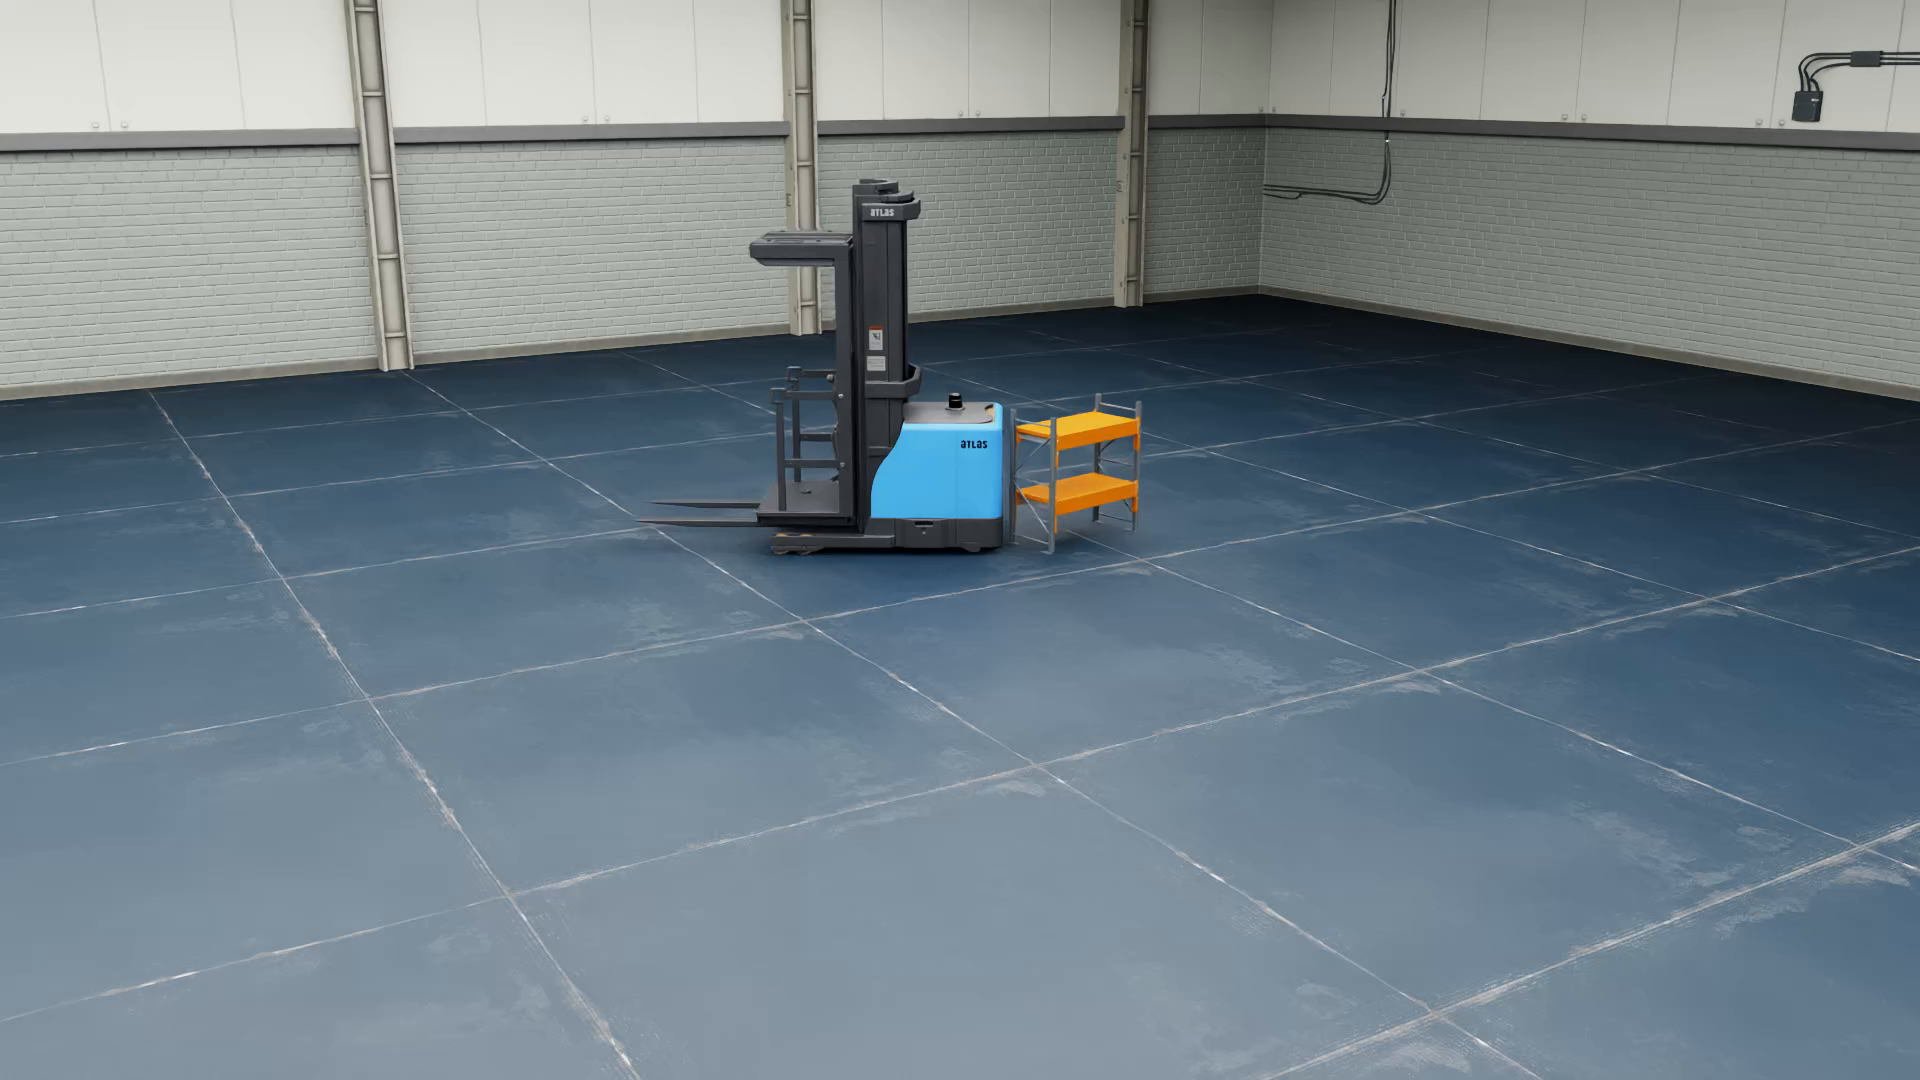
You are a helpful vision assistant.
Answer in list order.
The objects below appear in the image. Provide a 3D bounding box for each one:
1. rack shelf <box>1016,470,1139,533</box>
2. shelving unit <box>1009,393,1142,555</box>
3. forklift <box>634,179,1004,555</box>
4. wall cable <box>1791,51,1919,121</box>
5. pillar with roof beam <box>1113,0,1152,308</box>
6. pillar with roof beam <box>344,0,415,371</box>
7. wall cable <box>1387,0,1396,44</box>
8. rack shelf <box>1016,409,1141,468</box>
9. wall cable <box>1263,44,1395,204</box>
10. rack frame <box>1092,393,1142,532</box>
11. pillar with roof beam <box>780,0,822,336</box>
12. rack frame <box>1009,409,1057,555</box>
[{"bbox_3d":[0.962,-0.331,13.912,1.000,0.278,0.538,-14,21,-41],"label":"rack shelf"},{"bbox_3d":[0.962,-0.566,13.847,1.048,1.125,0.538,-14,21,-41],"label":"shelving unit"},{"bbox_3d":[-1.153,-1.434,13.595,3.031,2.935,1.130,0,16,2],"label":"forklift"},{"bbox_3d":[10.907,-7.817,18.823,0.169,6.003,2.305,-9,18,-30],"label":"wall cable"},{"bbox_3d":[5.042,-7.278,23.203,0.400,9.000,9.100,-9,18,-30],"label":"pillar with roof beam"},{"bbox_3d":[-5.244,-5.610,17.252,0.400,9.000,9.100,-9,18,-30],"label":"pillar with roof beam"},{"bbox_3d":[7.425,-8.689,24.630,0.112,2.526,3.097,-9,18,-30],"label":"wall cable"},{"bbox_3d":[0.962,-0.848,13.768,1.000,0.278,0.538,-14,21,-41],"label":"rack shelf"},{"bbox_3d":[6.031,-6.883,27.545,0.112,2.526,3.097,-9,18,-30],"label":"wall cable"},{"bbox_3d":[1.336,-0.660,14.179,0.032,1.125,0.500,-14,21,-41],"label":"rack frame"},{"bbox_3d":[-0.101,-6.444,20.227,0.400,9.000,9.100,-9,18,-30],"label":"pillar with roof beam"},{"bbox_3d":[0.589,-0.473,13.514,0.032,1.125,0.500,-14,21,-41],"label":"rack frame"}]
